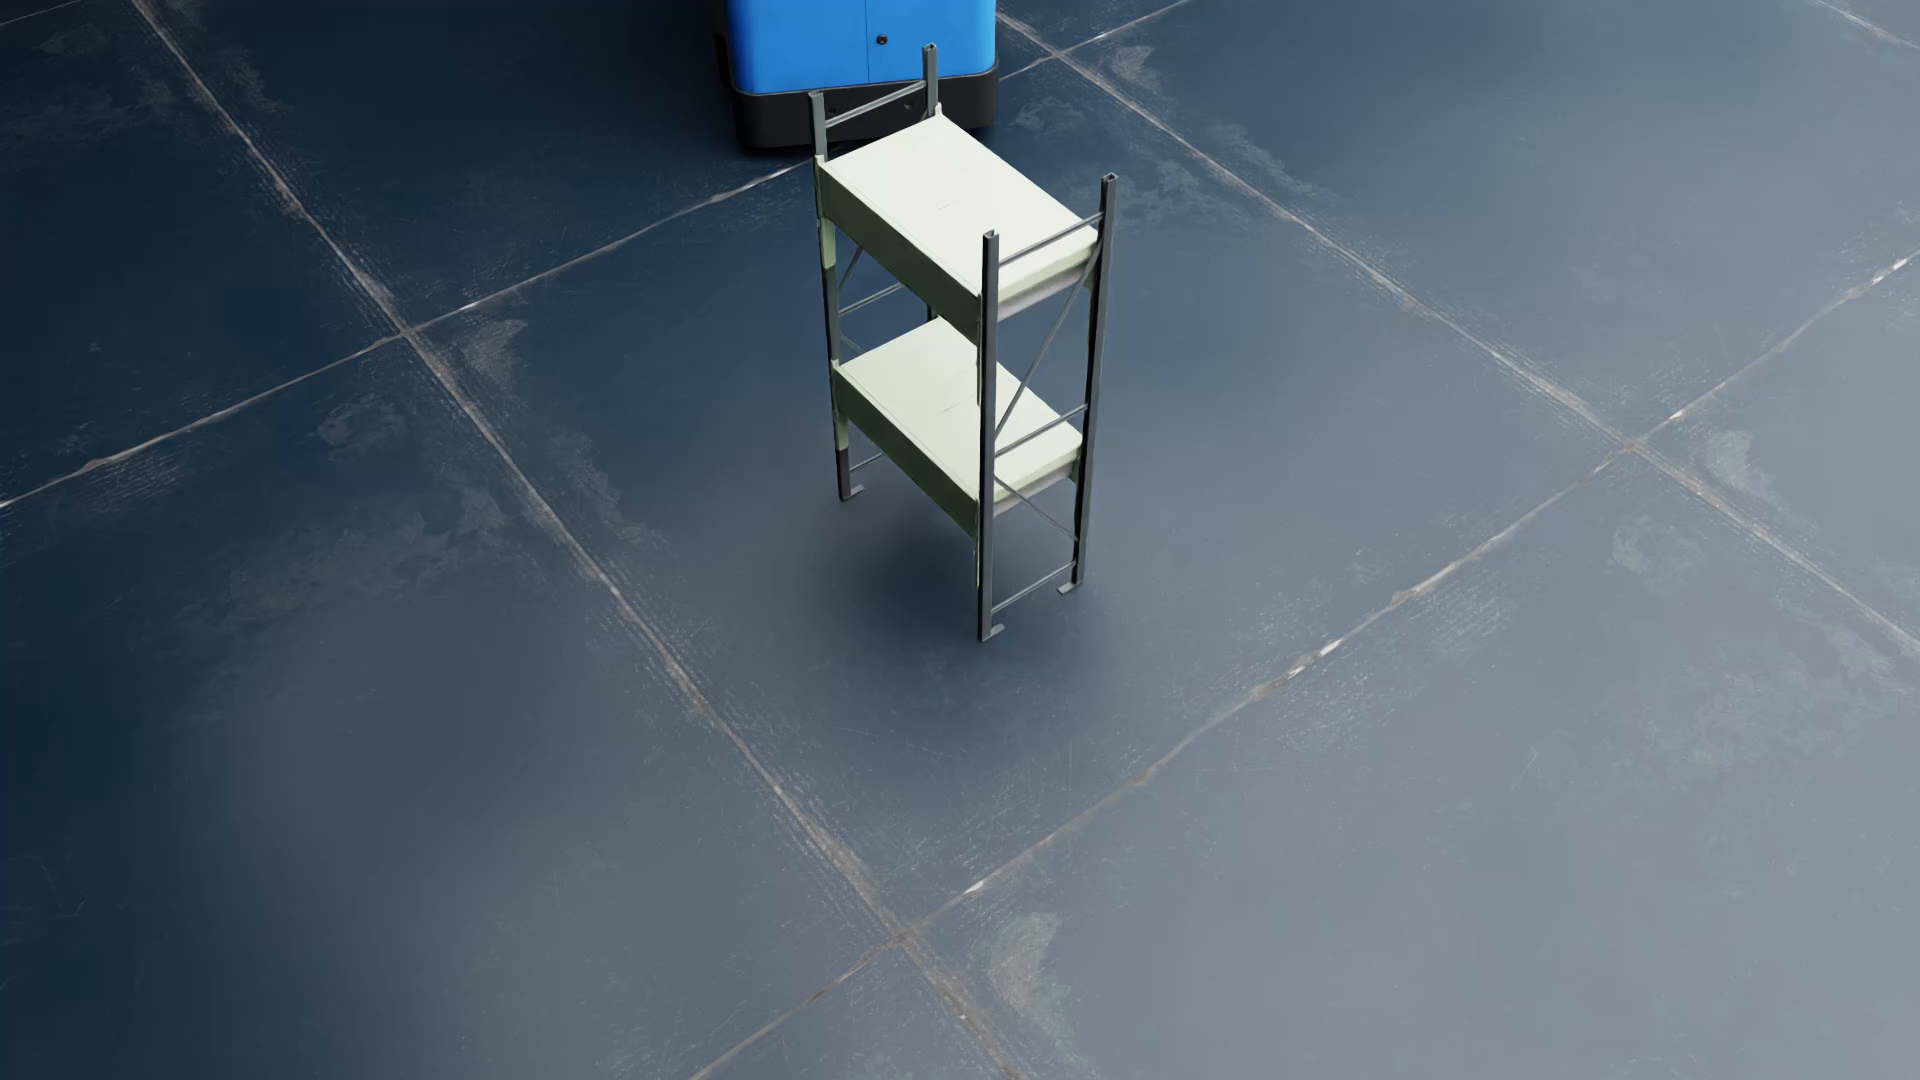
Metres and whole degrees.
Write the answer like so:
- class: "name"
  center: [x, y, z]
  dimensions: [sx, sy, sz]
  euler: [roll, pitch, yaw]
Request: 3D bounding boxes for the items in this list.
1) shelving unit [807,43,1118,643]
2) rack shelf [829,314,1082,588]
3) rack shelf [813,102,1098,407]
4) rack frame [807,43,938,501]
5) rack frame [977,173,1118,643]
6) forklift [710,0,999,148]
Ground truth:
- class: "shelving unit"
  center: [-0.004, -0.508, 4.698]
  dimensions: [0.431, 1.500, 0.755]
  euler: [-29, 54, -24]
- class: "rack shelf"
  center: [-0.004, -0.289, 4.939]
  dimensions: [0.431, 0.370, 0.720]
  euler: [-29, 54, -24]
- class: "rack shelf"
  center: [-0.004, -0.770, 4.409]
  dimensions: [0.431, 0.370, 0.720]
  euler: [-29, 54, -24]
- class: "rack frame"
  center: [-0.226, -0.723, 4.894]
  dimensions: [0.400, 1.500, 0.023]
  euler: [-29, 54, -24]
- class: "rack frame"
  center: [0.218, -0.292, 4.502]
  dimensions: [0.400, 1.500, 0.023]
  euler: [-29, 54, -24]
- class: "forklift"
  center: [-0.600, -3.637, 6.569]
  dimensions: [1.130, 2.935, 3.031]
  euler: [-7, 48, -6]
